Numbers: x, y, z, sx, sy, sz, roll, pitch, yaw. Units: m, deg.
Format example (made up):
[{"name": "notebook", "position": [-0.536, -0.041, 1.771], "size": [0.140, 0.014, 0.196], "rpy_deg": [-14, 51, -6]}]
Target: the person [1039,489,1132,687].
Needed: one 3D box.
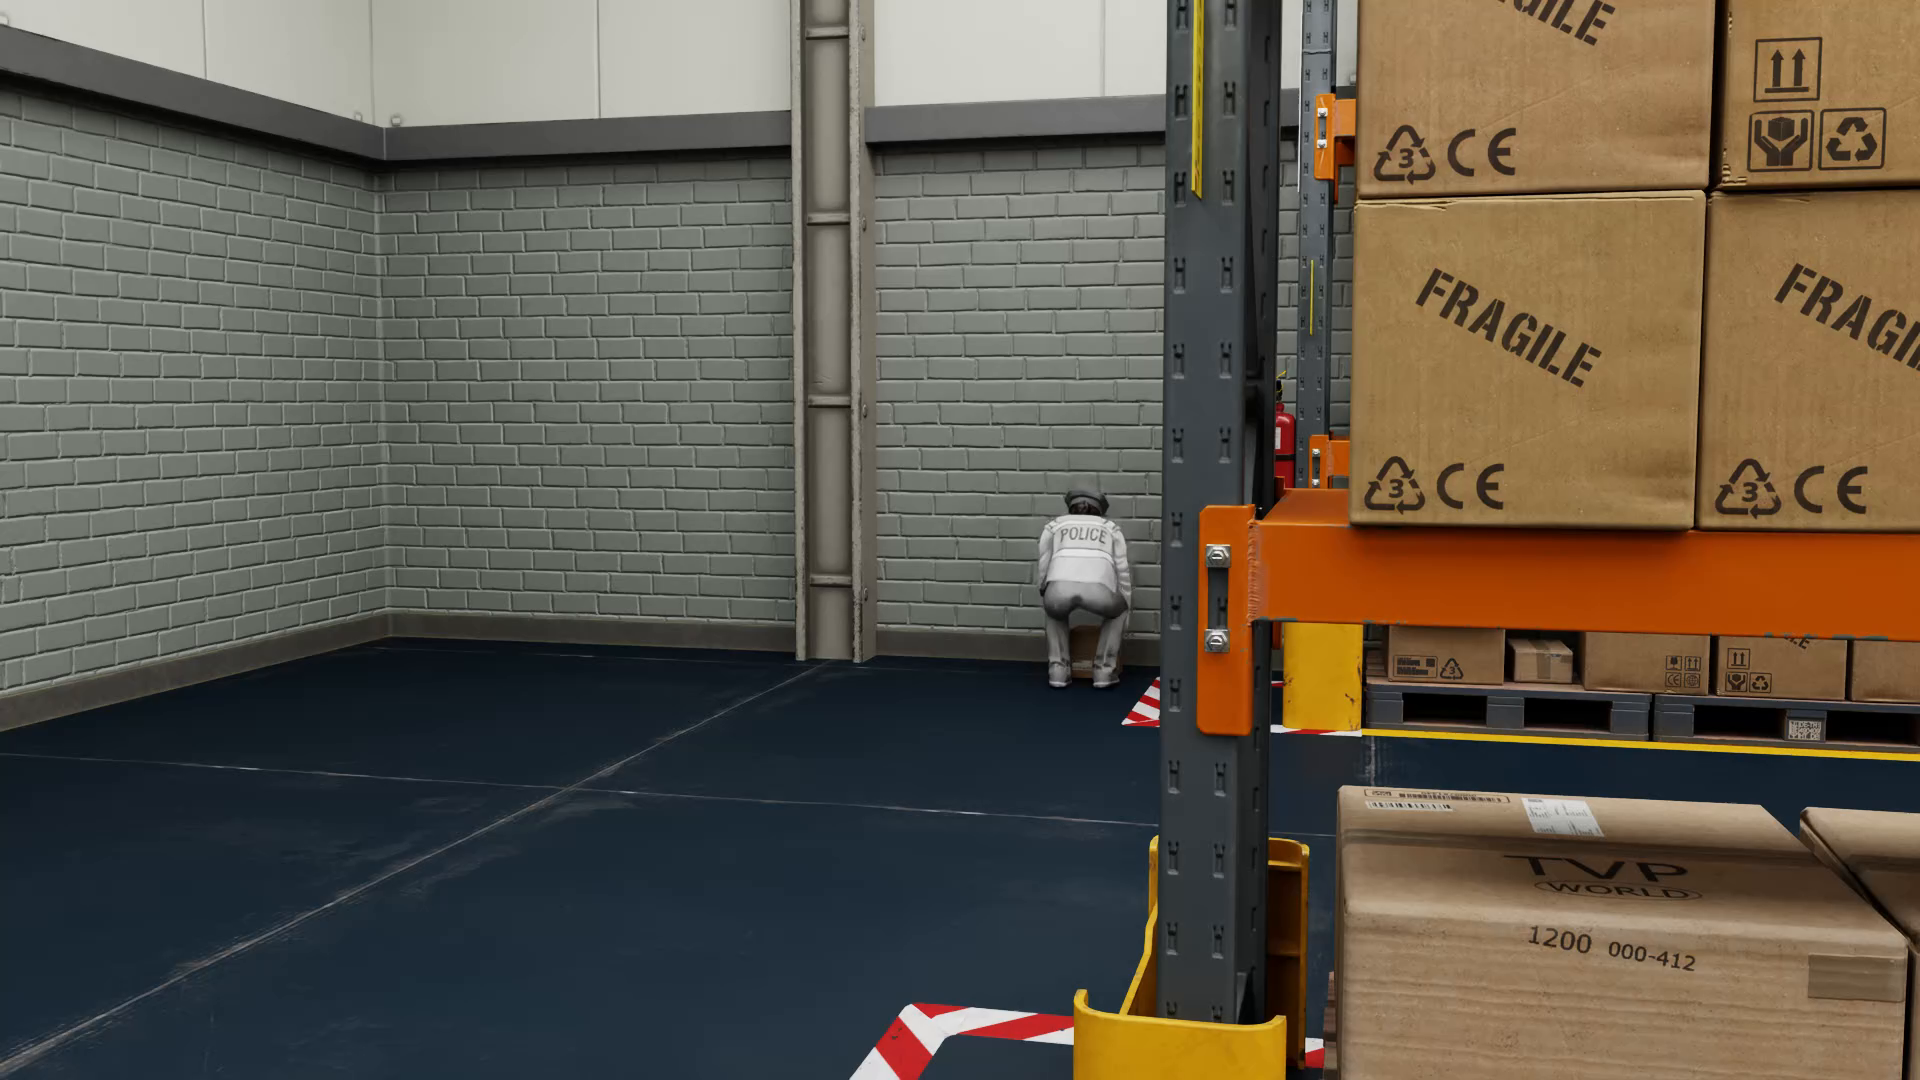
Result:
[{"name": "person", "position": [0.633, 0.252, 8.710], "size": [0.495, 1.008, 0.840], "rpy_deg": [1, 5, 13]}]
